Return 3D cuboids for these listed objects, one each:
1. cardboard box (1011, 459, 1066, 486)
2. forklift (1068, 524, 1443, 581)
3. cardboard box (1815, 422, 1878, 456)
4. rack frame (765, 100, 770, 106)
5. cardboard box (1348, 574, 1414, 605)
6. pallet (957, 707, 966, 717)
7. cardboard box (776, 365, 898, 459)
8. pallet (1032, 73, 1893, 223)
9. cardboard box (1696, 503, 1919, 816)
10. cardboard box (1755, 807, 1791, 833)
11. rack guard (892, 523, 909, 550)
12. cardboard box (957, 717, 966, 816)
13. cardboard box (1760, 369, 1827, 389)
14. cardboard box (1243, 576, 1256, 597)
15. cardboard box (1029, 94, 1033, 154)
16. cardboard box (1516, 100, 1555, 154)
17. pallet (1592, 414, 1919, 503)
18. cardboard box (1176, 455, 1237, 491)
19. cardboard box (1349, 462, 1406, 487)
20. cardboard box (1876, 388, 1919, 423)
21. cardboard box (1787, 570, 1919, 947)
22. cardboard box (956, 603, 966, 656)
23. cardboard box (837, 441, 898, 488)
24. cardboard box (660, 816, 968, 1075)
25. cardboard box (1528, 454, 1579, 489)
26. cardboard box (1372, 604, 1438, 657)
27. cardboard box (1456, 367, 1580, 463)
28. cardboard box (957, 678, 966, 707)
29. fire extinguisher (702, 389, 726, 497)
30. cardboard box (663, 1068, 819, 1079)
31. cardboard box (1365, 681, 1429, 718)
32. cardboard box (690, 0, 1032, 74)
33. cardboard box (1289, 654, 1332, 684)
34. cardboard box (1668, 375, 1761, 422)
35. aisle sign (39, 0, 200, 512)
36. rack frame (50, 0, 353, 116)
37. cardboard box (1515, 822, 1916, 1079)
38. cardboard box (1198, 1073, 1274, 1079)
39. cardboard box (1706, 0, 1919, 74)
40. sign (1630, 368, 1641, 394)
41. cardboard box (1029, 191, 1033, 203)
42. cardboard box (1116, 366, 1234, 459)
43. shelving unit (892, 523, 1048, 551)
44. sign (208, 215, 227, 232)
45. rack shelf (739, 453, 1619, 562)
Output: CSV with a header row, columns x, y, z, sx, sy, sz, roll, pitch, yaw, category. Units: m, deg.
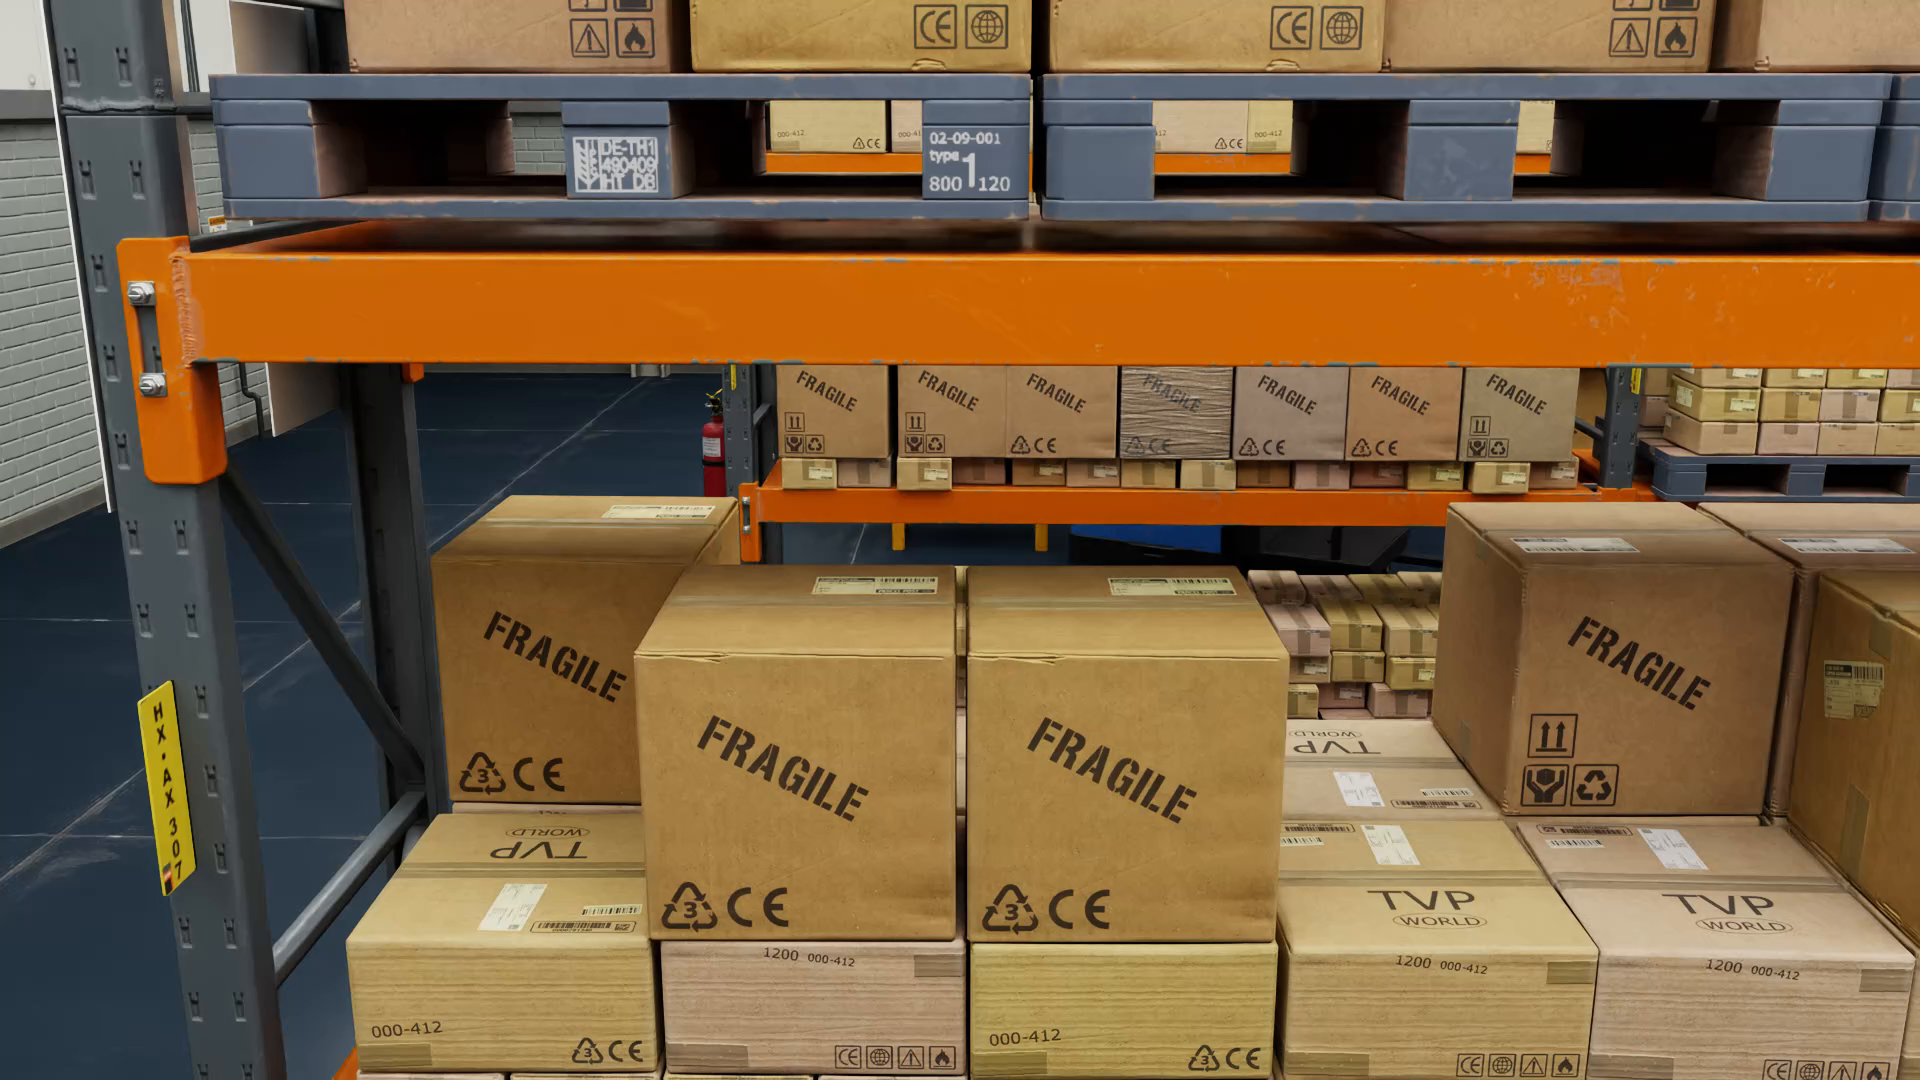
x,y,z,sx,sy,sz,roll,pitch,yaw,category
0.370,-0.368,7.849,0.250,0.149,0.380,0,15,1,cardboard box
2.254,-1.097,10.254,3.031,2.935,1.130,8,17,27,forklift
3.906,-0.490,7.485,0.250,0.149,0.380,0,15,2,cardboard box
-1.002,-3.458,7.305,0.127,3.000,1.000,0,15,1,rack frame
2.130,0.296,8.438,0.250,0.149,0.380,0,15,1,cardboard box
-0.115,0.806,8.370,1.213,0.211,1.003,0,15,1,pallet
-0.560,-0.676,7.742,0.500,0.500,0.500,1,15,4,cardboard box
0.735,-0.691,2.872,1.213,0.211,1.003,0,15,1,pallet
1.805,0.226,3.344,0.500,0.500,0.500,0,15,1,cardboard box
1.809,0.588,3.443,0.500,0.250,0.500,0,15,1,cardboard box
-0.422,-0.124,11.819,0.087,0.250,0.587,0,15,1,rack guard
-0.231,0.575,3.492,0.500,0.250,0.500,0,15,0,cardboard box
3.658,-0.780,7.419,0.250,0.149,0.380,1,15,3,cardboard box
1.342,0.297,8.434,0.250,0.149,0.380,0,15,-1,cardboard box
0.482,-1.862,7.432,0.500,0.250,0.500,0,15,0,cardboard box
2.499,-1.843,7.360,0.500,0.250,0.500,1,15,3,cardboard box
3.757,-0.396,7.837,1.213,0.211,1.003,0,15,1,pallet
1.141,-0.343,7.754,0.250,0.149,0.380,1,15,3,cardboard box
1.923,-0.362,7.823,0.250,0.149,0.380,0,15,0,cardboard box
4.156,-0.632,7.442,0.250,0.149,0.380,0,15,-1,cardboard box
1.802,0.360,2.835,0.500,0.500,0.500,1,15,2,cardboard box
0.040,0.426,7.943,0.250,0.149,0.380,0,15,1,cardboard box
-0.431,-0.359,7.812,0.250,0.149,0.380,1,15,3,cardboard box
-0.237,0.710,2.981,0.500,0.250,0.500,0,15,1,cardboard box
2.705,-0.352,7.785,0.250,0.149,0.380,0,15,1,cardboard box
2.129,0.430,7.931,0.250,0.149,0.380,0,15,1,cardboard box
2.506,-0.654,7.660,0.500,0.500,0.500,0,15,2,cardboard box
0.026,0.684,8.132,0.250,0.149,0.380,1,15,2,cardboard box
-1.242,-0.459,8.581,0.183,0.674,0.296,0,15,1,fire extinguisher
-0.371,0.918,2.972,0.250,0.149,0.380,0,15,0,cardboard box
2.073,0.721,7.994,0.250,0.149,0.380,0,15,0,cardboard box
-0.149,-1.019,2.726,0.500,0.500,0.700,0,15,-1,cardboard box
1.631,0.561,8.017,0.250,0.149,0.380,1,15,3,cardboard box
3.379,-0.636,7.458,0.250,0.149,0.380,1,15,2,cardboard box
-1.309,-0.474,2.659,0.004,0.787,0.394,0,15,1,aisle sign
-1.230,-2.193,2.514,0.127,3.000,1.000,0,15,1,rack frame
1.293,0.720,2.941,0.500,0.250,0.500,1,15,3,cardboard box
0.402,0.923,2.954,0.250,0.149,0.380,0,15,1,cardboard box
1.448,-1.011,2.697,0.500,0.500,0.700,1,15,4,cardboard box
2.991,-0.811,7.337,0.005,0.325,0.100,0,15,1,sign
0.419,-2.593,12.359,0.250,0.149,0.380,1,15,2,cardboard box
0.975,-0.671,7.722,0.500,0.500,0.500,0,15,0,cardboard box
0.076,-0.725,11.647,1.083,1.500,0.587,0,15,1,shelving unit
-6.623,-2.772,14.848,0.001,0.242,0.339,0,15,1,sign
0.997,-0.196,8.113,4.000,0.370,1.077,0,15,1,rack shelf
